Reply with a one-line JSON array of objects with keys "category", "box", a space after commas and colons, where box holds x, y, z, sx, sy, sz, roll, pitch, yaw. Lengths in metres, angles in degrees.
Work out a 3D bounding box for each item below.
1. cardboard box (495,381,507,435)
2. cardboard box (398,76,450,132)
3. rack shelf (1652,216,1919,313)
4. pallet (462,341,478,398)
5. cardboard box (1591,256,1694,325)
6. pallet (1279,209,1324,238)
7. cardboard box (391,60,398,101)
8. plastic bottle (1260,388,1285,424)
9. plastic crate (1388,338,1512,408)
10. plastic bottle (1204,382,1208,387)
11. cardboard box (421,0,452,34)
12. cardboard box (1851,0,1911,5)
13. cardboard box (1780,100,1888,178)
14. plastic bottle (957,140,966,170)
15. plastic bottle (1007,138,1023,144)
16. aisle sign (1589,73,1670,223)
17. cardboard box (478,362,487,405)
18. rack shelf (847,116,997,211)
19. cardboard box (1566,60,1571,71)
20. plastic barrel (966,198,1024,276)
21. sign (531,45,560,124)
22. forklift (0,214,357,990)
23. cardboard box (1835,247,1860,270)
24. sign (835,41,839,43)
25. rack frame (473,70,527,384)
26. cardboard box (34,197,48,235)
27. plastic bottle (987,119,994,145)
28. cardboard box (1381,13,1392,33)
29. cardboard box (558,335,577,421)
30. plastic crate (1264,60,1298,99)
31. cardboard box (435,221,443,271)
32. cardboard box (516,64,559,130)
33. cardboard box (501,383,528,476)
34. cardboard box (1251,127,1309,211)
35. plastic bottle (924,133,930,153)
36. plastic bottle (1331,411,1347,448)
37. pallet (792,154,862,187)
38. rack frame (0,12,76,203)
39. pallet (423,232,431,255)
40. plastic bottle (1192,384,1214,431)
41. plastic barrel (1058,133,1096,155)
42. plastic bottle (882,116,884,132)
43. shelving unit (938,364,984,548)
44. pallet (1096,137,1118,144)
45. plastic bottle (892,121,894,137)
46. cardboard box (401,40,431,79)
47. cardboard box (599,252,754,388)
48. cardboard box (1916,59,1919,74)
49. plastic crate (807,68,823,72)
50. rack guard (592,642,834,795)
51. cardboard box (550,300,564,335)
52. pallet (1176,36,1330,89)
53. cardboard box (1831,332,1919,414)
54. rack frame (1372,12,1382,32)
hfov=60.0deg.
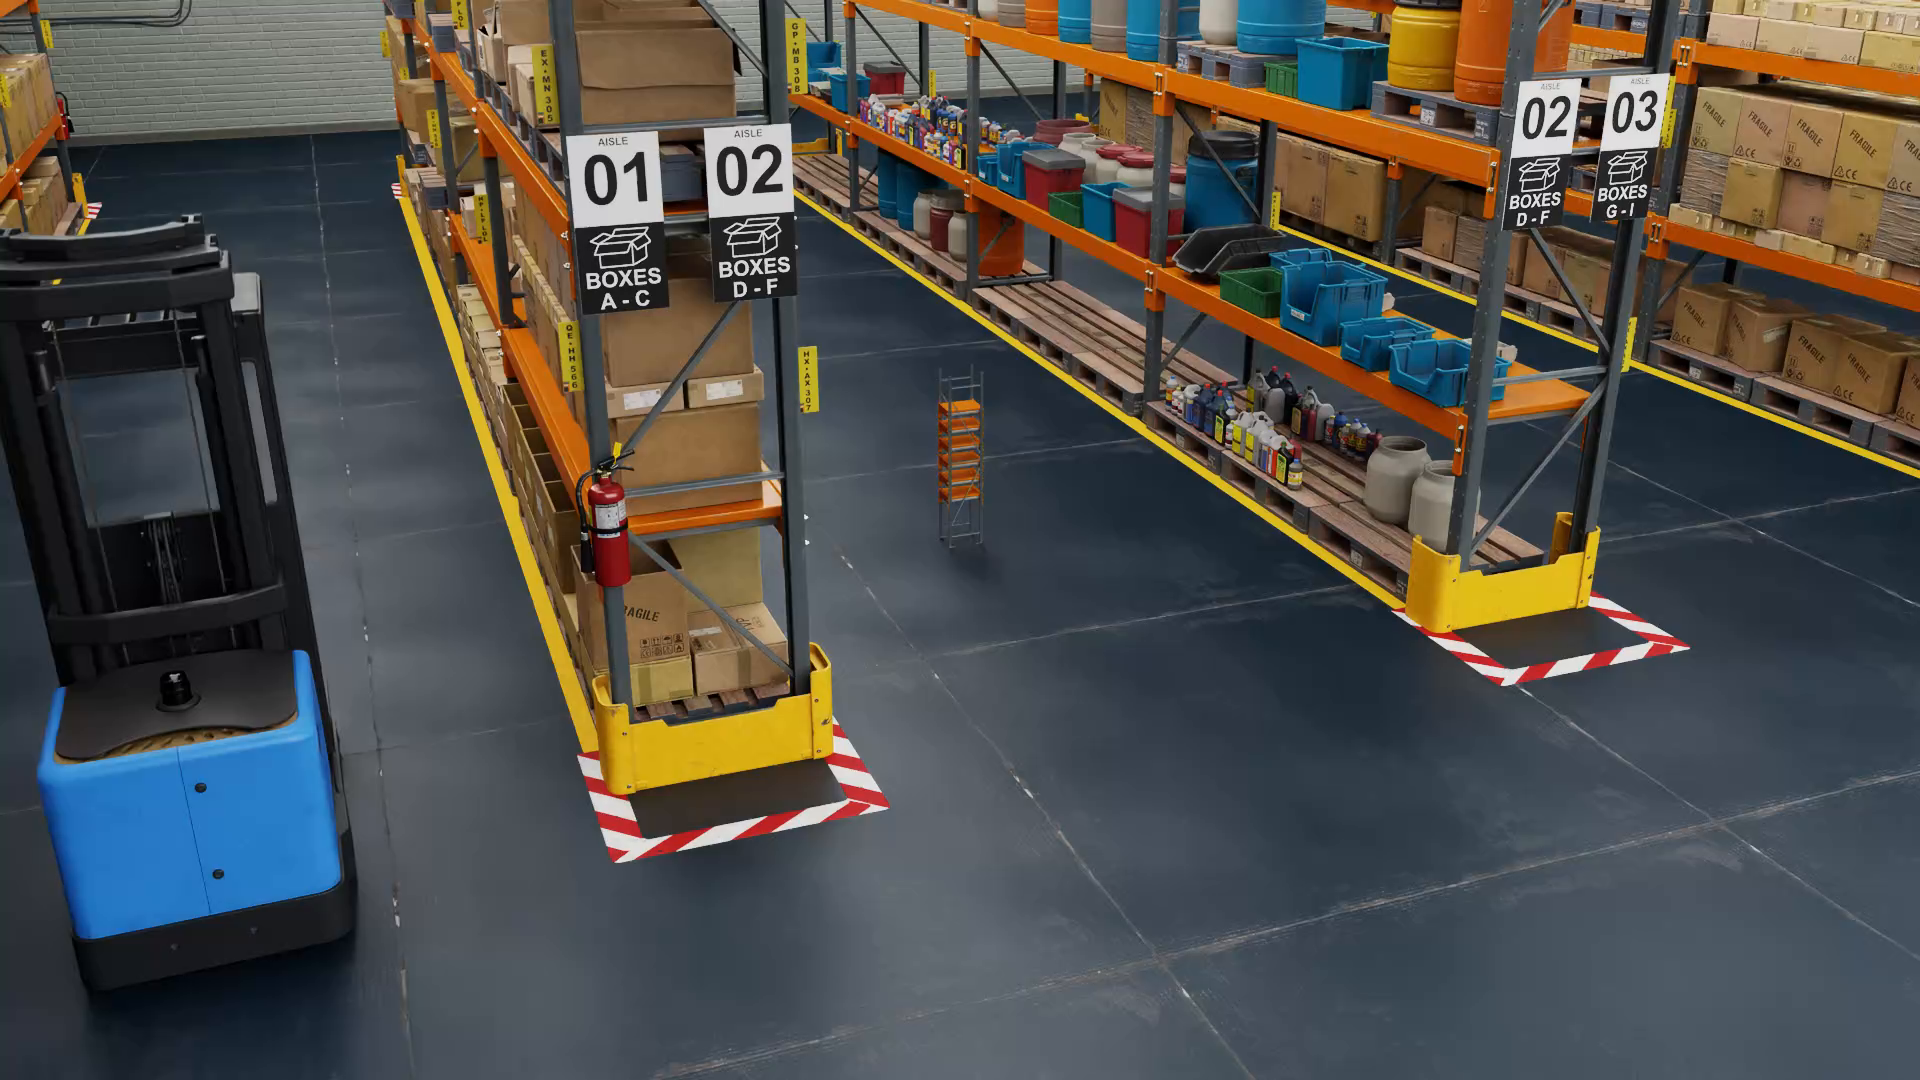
[{"category": "cardboard box", "box": [-3.078, -1.007, 12.055, 0.500, 0.311, 0.500, -8, 24, -19]}, {"category": "cardboard box", "box": [-5.535, -4.658, 17.770, 0.700, 0.500, 0.500, -18, 29, -36]}, {"category": "rack shelf", "box": [7.309, -2.014, 13.093, 1.077, 0.370, 4.000, -8, 24, -19]}, {"category": "pallet", "box": [-3.826, -1.578, 14.723, 1.003, 0.211, 1.213, -8, 24, -19]}, {"category": "cardboard box", "box": [6.405, -2.349, 15.613, 0.700, 0.500, 0.500, -10, 25, -23]}, {"category": "pallet", "box": [4.554, -3.980, 20.421, 1.003, 0.211, 1.213, -8, 24, -19]}, {"category": "cardboard box", "box": [-6.996, -5.923, 21.313, 0.500, 0.500, 0.500, -8, 24, -18]}, {"category": "plastic bottle", "box": [2.404, -1.047, 12.812, 0.152, 0.276, 0.135, -8, 24, -19]}, {"category": "plastic crate", "box": [2.925, -1.012, 9.979, 0.499, 0.251, 0.616, -8, 24, -19]}, {"category": "plastic bottle", "box": [1.910, -1.069, 12.855, 0.061, 0.283, 0.133, -8, 24, -19]}, {"category": "cardboard box", "box": [-4.266, -4.750, 14.667, 0.910, 0.500, 0.500, -8, 24, -19]}, {"category": "cardboard box", "box": [7.287, -4.205, 13.182, 0.380, 0.149, 0.250, -9, 25, -21]}, {"category": "cardboard box", "box": [6.877, -3.155, 13.073, 0.500, 0.500, 0.500, -8, 24, -19]}, {"category": "plastic bottle", "box": [0.013, -3.881, 16.746, 0.061, 0.283, 0.133, -8, 24, -19]}, {"category": "plastic bottle", "box": [0.563, -3.970, 16.966, 0.152, 0.276, 0.135, -8, 24, -19]}, {"category": "aisle sign", "box": [3.681, -2.151, 9.145, 0.394, 0.787, 0.004, -8, 24, -19]}, {"category": "cardboard box", "box": [-3.621, -1.307, 13.488, 0.500, 0.250, 0.500, -8, 24, -18]}, {"category": "rack shelf", "box": [-0.151, -4.241, 18.377, 1.077, 0.370, 4.000, -8, 24, -19]}, {"category": "cardboard box", "box": [8.264, -6.394, 22.342, 0.380, 0.149, 0.250, -8, 24, -18]}, {"category": "plastic barrel", "box": [0.367, -3.215, 17.269, 0.600, 0.830, 0.708, -8, 24, -19]}, {"category": "sign", "box": [-1.766, -1.945, 7.103, 0.100, 0.325, 0.005, -8, 24, -19]}, {"category": "forklift", "box": [-3.626, -0.068, 7.638, 1.130, 2.935, 3.031, -9, 24, -20]}, {"category": "cardboard box", "box": [7.070, -2.209, 12.953, 0.380, 0.149, 0.250, -8, 24, -19]}, {"category": "sign", "box": [-1.762, -6.909, 23.571, 0.100, 0.325, 0.005, -8, 24, -19]}, {"category": "rack frame", "box": [-2.667, -1.714, 11.456, 1.000, 3.000, 0.127, -8, 24, -19]}, {"category": "cardboard box", "box": [-10.469, -3.451, 18.252, 0.700, 0.500, 0.500, -9, 24, -20]}, {"category": "plastic bottle", "box": [0.339, -4.420, 18.025, 0.061, 0.283, 0.133, -8, 24, -19]}, {"category": "cardboard box", "box": [6.939, -8.058, 25.995, 0.500, 0.500, 0.500, -7, 24, -16]}, {"category": "cardboard box", "box": [-1.956, -1.041, 9.728, 0.700, 0.500, 0.500, -8, 24, -17]}, {"category": "plastic crate", "box": [2.271, -3.067, 11.074, 0.336, 0.188, 0.450, -8, 24, -19]}, {"category": "cardboard box", "box": [-5.182, -3.088, 17.366, 0.500, 0.500, 0.500, -8, 24, -18]}, {"category": "cardboard box", "box": [-1.907, -2.214, 8.252, 0.500, 0.250, 0.500, -8, 24, -19]}, {"category": "cardboard box", "box": [-2.796, -0.775, 11.261, 0.500, 0.500, 0.500, -8, 24, -19]}, {"category": "cardboard box", "box": [4.337, -4.639, 20.590, 1.225, 0.875, 0.875, -9, 25, -21]}, {"category": "plastic bottle", "box": [-0.333, -4.219, 17.653, 0.097, 0.201, 0.097, 0, 23, 0]}, {"category": "plastic bottle", "box": [2.804, -0.821, 12.282, 0.097, 0.271, 0.097, 0, 23, 0]}, {"category": "pallet", "box": [-2.016, -5.163, 23.228, 1.003, 0.211, 1.213, -8, 24, -19]}, {"category": "rack frame", "box": [-11.539, -5.394, 20.185, 1.000, 3.000, 0.127, -8, 24, -19]}, {"category": "pallet", "box": [-5.735, -3.586, 19.486, 1.003, 0.211, 1.213, -8, 24, -19]}, {"category": "plastic bottle", "box": [1.865, -1.025, 12.663, 0.144, 0.351, 0.185, -8, 24, -18]}, {"category": "plastic barrel", "box": [1.119, -3.553, 15.674, 0.421, 0.512, 0.421, 0, 23, 0]}, {"category": "plastic bottle", "box": [-0.837, -4.738, 18.885, 0.097, 0.201, 0.097, 0, 23, 0]}, {"category": "shelving unit", "box": [0.005, -0.548, 11.005, 0.258, 1.200, 0.189, -8, 24, -19]}, {"category": "pallet", "box": [2.718, -5.868, 24.900, 1.003, 0.211, 1.213, -8, 24, -19]}, {"category": "plastic bottle", "box": [-0.708, -4.605, 18.570, 0.097, 0.201, 0.097, 0, 23, 0]}, {"category": "cardboard box", "box": [-5.914, -5.276, 18.490, 0.500, 0.500, 0.500, -8, 24, -19]}, {"category": "cardboard box", "box": [-1.426, -1.096, 8.188, 0.700, 0.500, 0.500, -8, 24, -19]}, {"category": "cardboard box", "box": [7.255, -3.441, 11.882, 0.500, 0.250, 0.500, -8, 24, -18]}, {"category": "plastic crate", "box": [-2.026, -6.090, 21.975, 0.416, 0.233, 0.300, -8, 24, -19]}, {"category": "rack guard", "box": [-1.245, 0.900, 8.472, 1.175, 0.500, 0.348, -8, 24, -19]}, {"category": "cardboard box", "box": [-2.117, -1.282, 9.466, 0.380, 0.149, 0.250, -9, 24, -20]}, {"category": "pallet", "box": [2.315, -3.439, 11.929, 1.213, 0.211, 1.003, -8, 24, -19]}, {"category": "cardboard box", "box": [7.363, -1.332, 13.227, 0.500, 0.500, 0.500, -6, 24, -14]}, {"category": "rack frame", "box": [7.039, -8.076, 26.550, 1.000, 3.000, 0.127, -8, 24, -19]}]
